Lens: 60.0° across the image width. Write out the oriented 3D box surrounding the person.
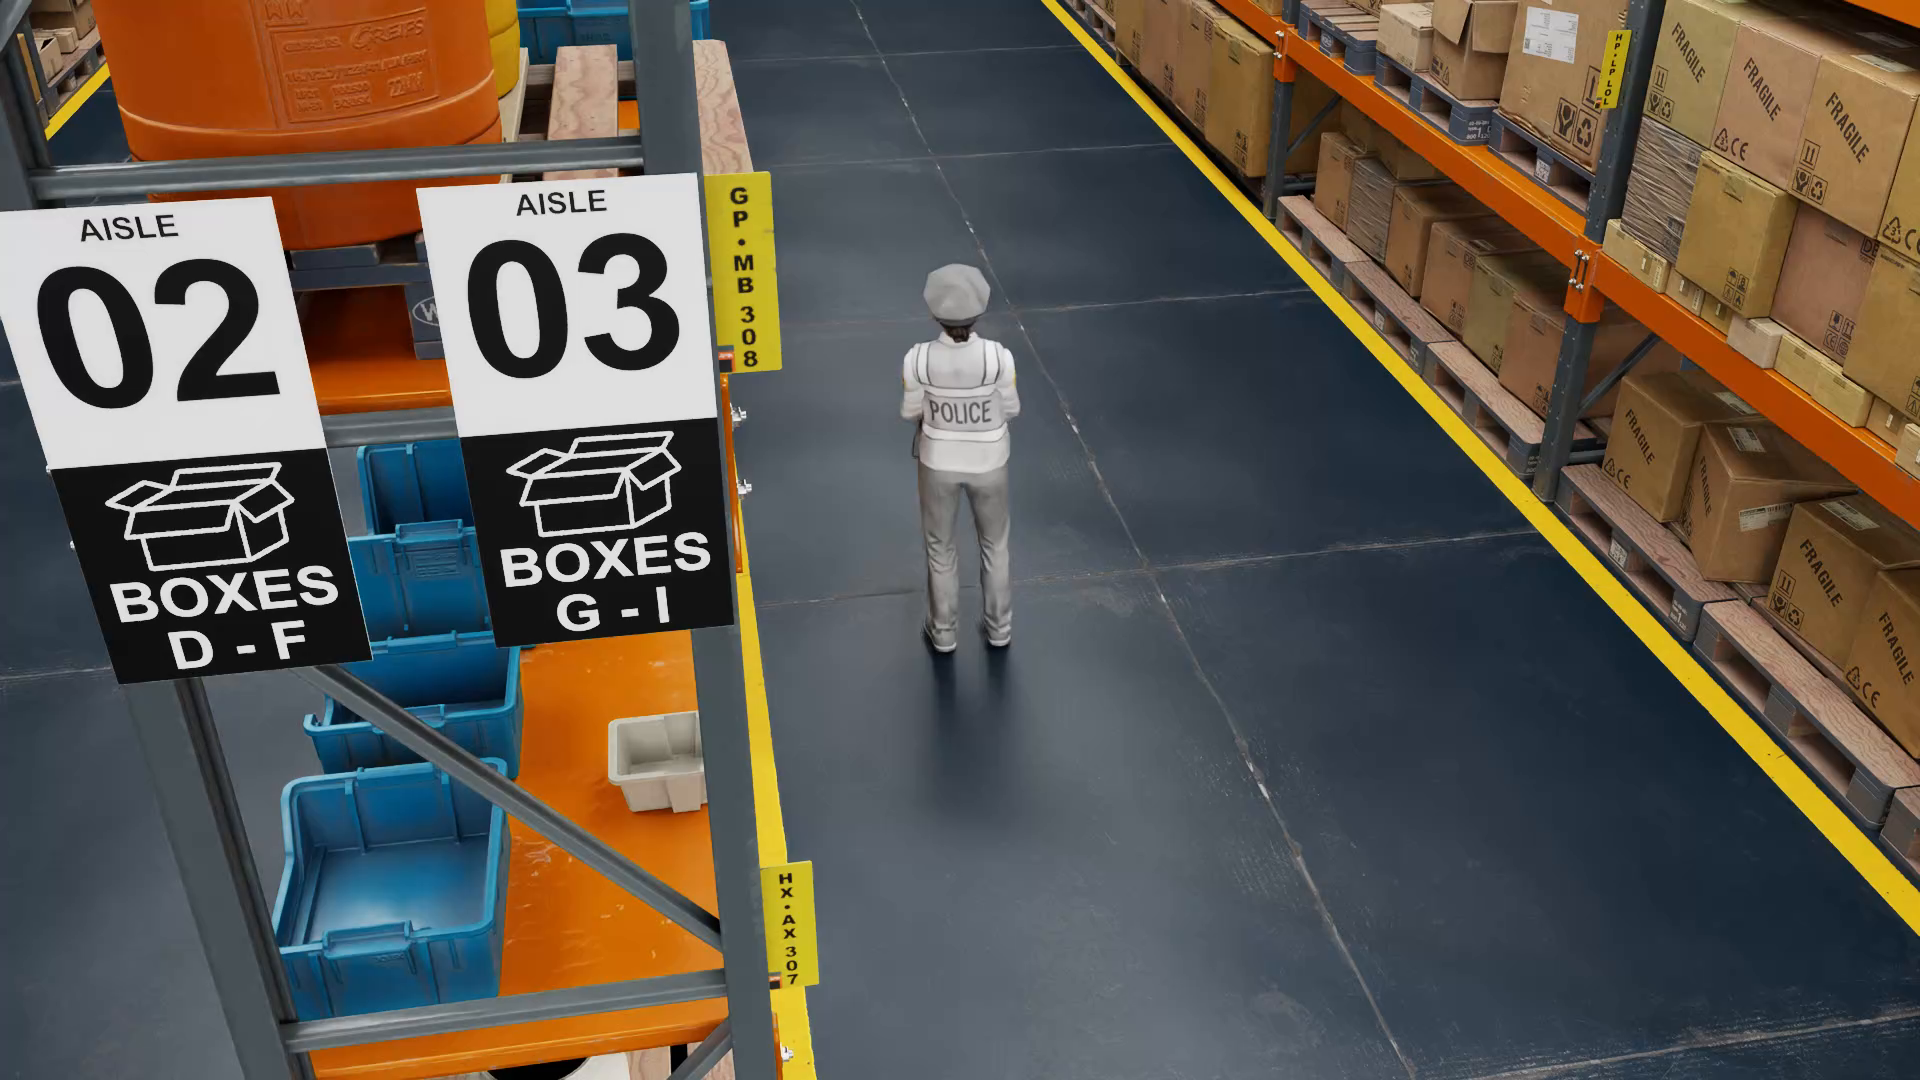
[{"bbox_3d":[0.004,-0.332,6.651,0.469,1.699,0.548,1,31,2],"label":"person"}]
